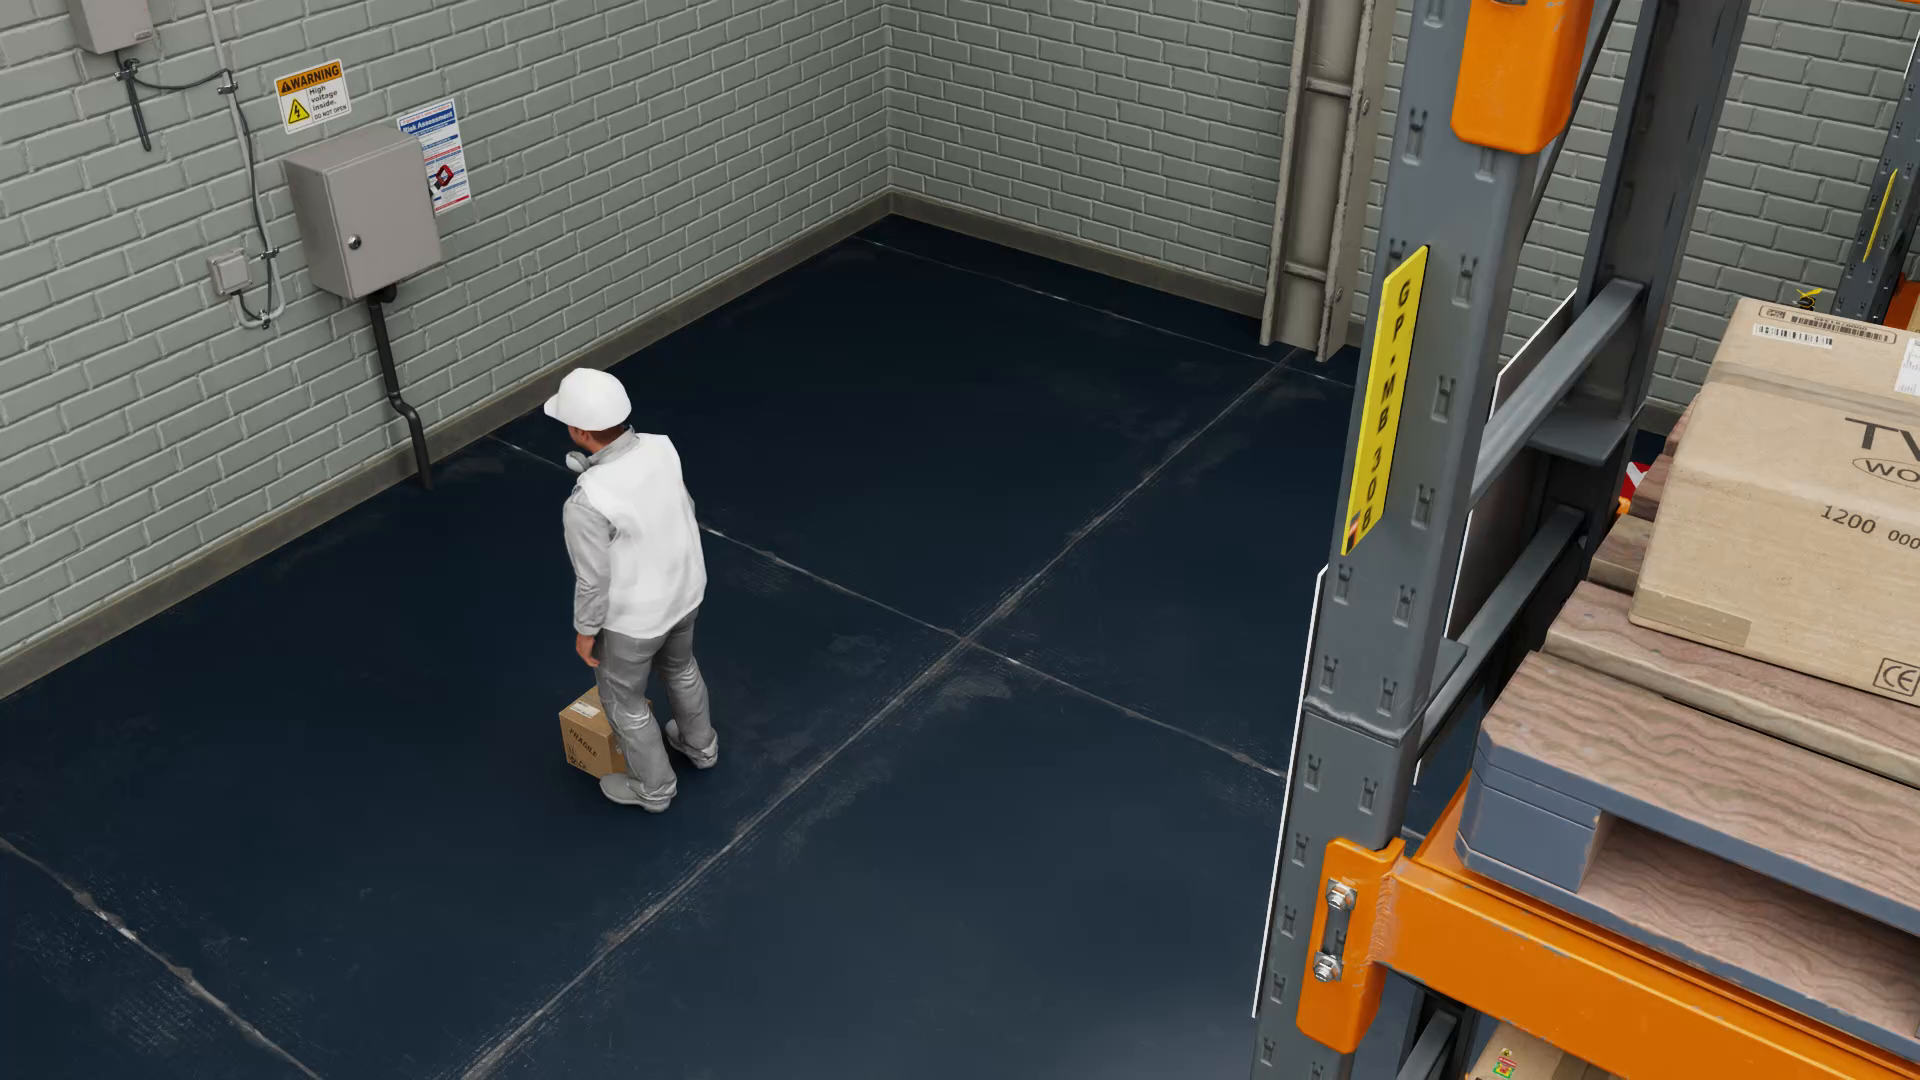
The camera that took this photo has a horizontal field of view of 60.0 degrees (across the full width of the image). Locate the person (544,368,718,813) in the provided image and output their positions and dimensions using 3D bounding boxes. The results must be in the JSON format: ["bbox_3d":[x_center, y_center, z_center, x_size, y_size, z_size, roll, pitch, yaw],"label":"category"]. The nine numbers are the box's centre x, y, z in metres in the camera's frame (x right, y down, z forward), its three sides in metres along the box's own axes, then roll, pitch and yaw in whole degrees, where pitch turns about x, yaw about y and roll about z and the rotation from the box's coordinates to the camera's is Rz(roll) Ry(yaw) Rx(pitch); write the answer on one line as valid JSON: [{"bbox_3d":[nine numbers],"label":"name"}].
[{"bbox_3d":[-1.134,0.194,5.835,0.462,1.771,0.594,19,39,25],"label":"person"}]
